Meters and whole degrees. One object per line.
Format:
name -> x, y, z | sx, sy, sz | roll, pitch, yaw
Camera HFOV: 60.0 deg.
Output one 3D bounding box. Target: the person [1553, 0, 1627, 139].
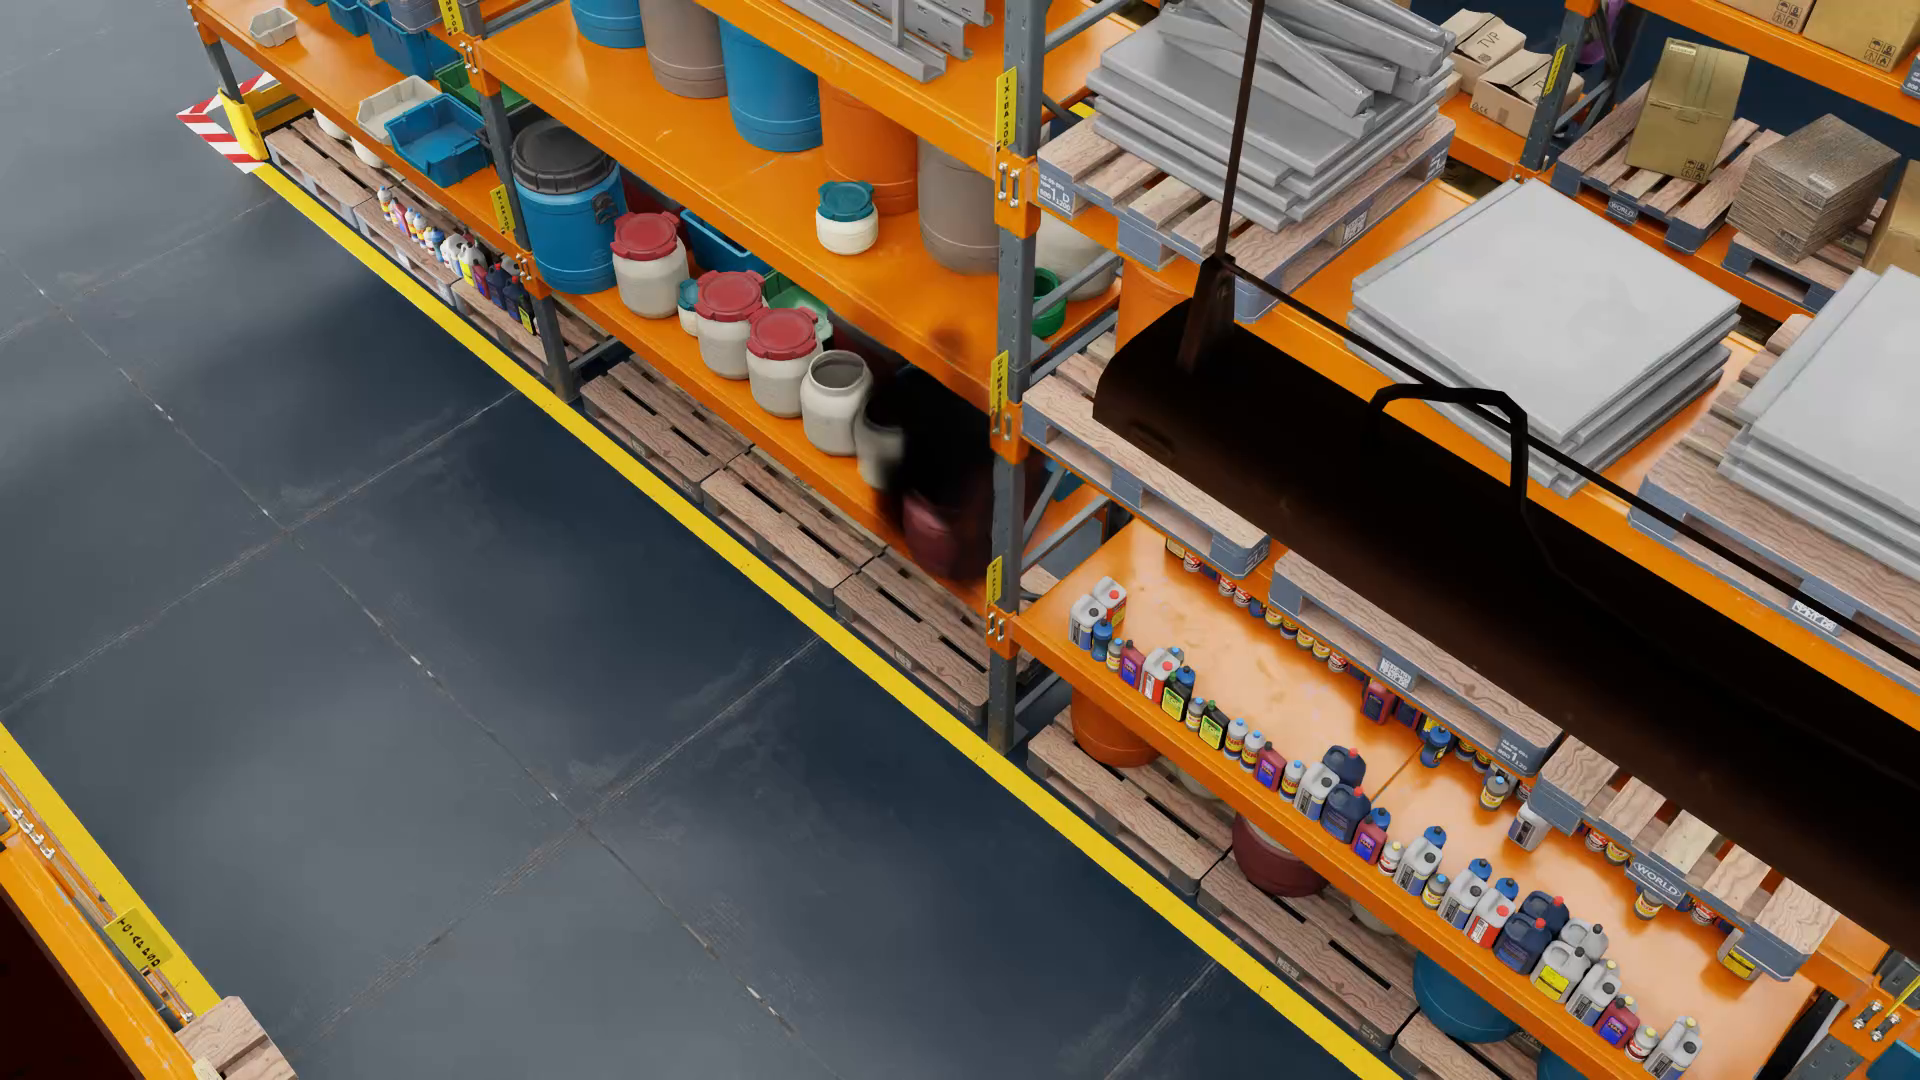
person -> 4.721, -3.646, 12.434 | 0.535, 1.548, 0.567 | -37, 59, -27
